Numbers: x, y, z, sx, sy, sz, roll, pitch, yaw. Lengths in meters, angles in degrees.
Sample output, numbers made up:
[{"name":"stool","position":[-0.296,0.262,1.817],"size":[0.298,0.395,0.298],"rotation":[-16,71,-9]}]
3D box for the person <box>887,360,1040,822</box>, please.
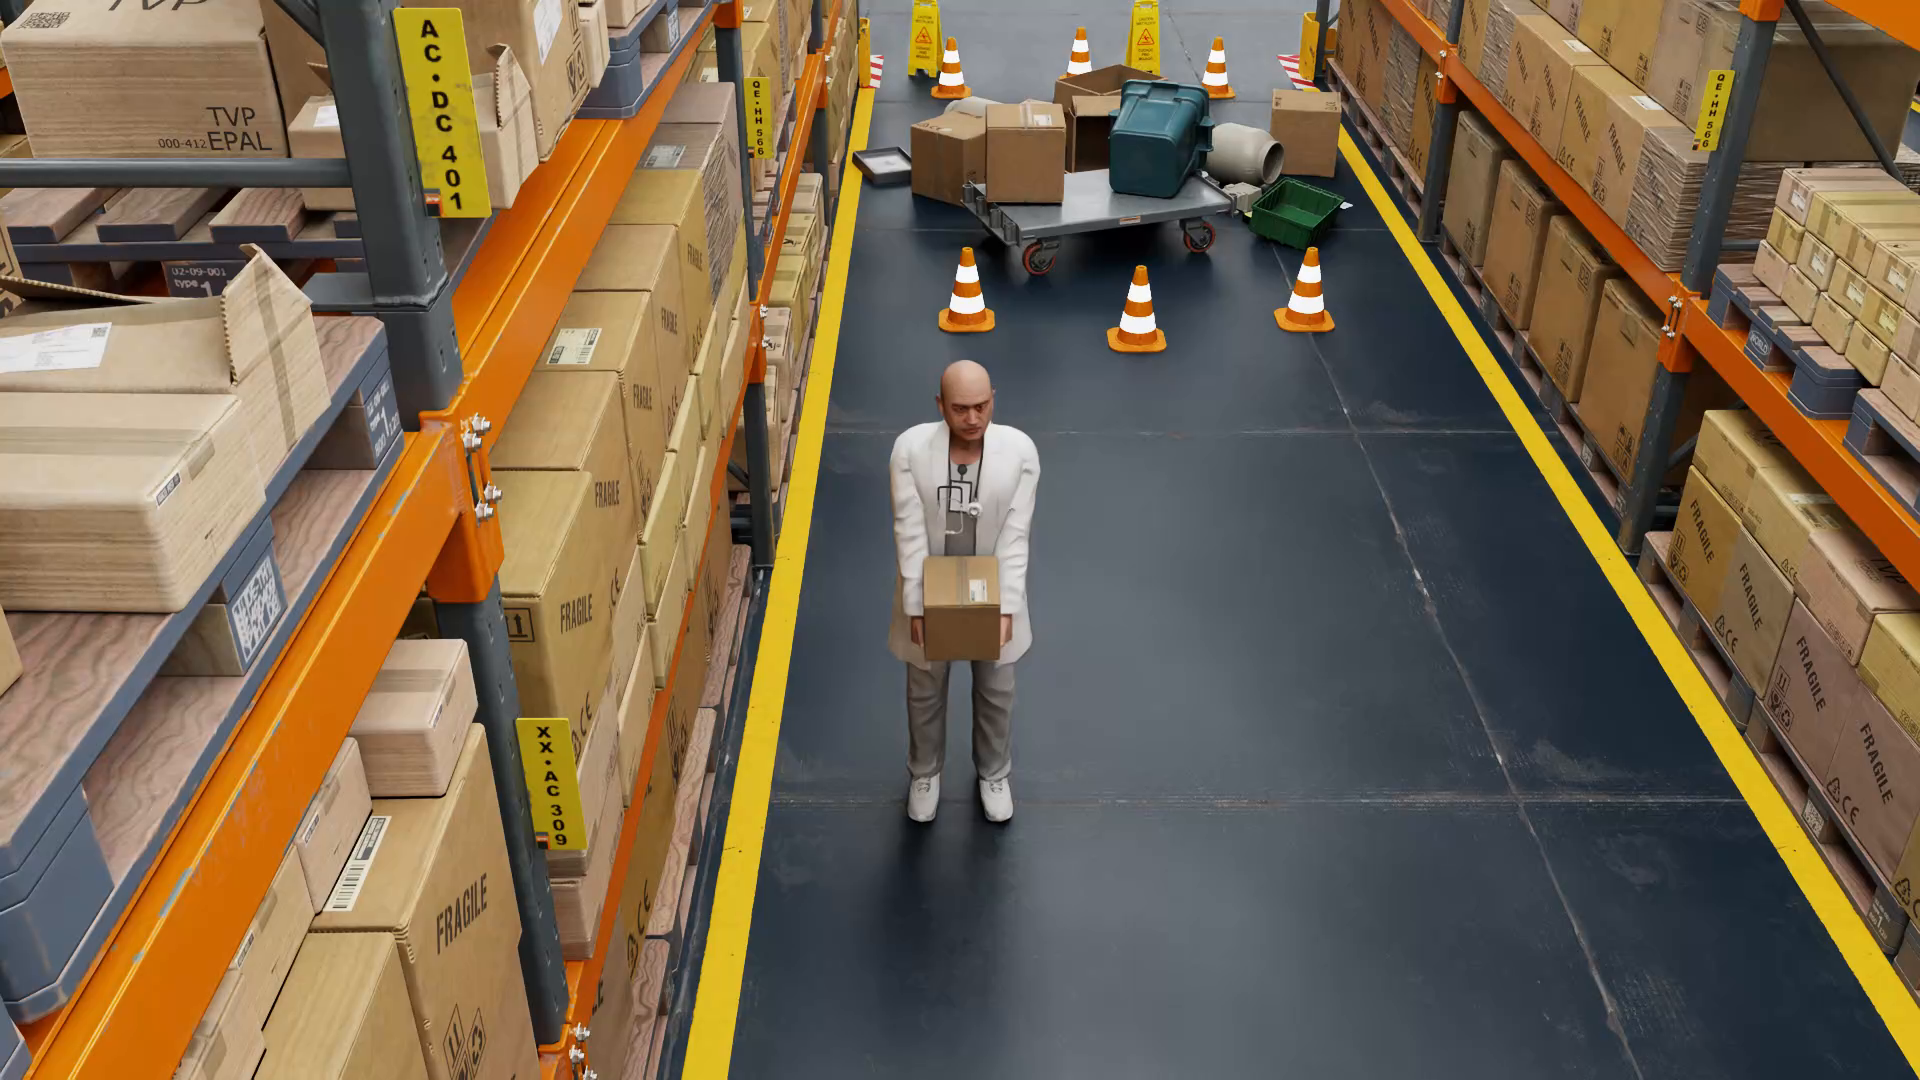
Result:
[{"name":"person","position":[0.007,0.241,5.752],"size":[0.528,1.781,0.564],"rotation":[-1,31,-1]}]
